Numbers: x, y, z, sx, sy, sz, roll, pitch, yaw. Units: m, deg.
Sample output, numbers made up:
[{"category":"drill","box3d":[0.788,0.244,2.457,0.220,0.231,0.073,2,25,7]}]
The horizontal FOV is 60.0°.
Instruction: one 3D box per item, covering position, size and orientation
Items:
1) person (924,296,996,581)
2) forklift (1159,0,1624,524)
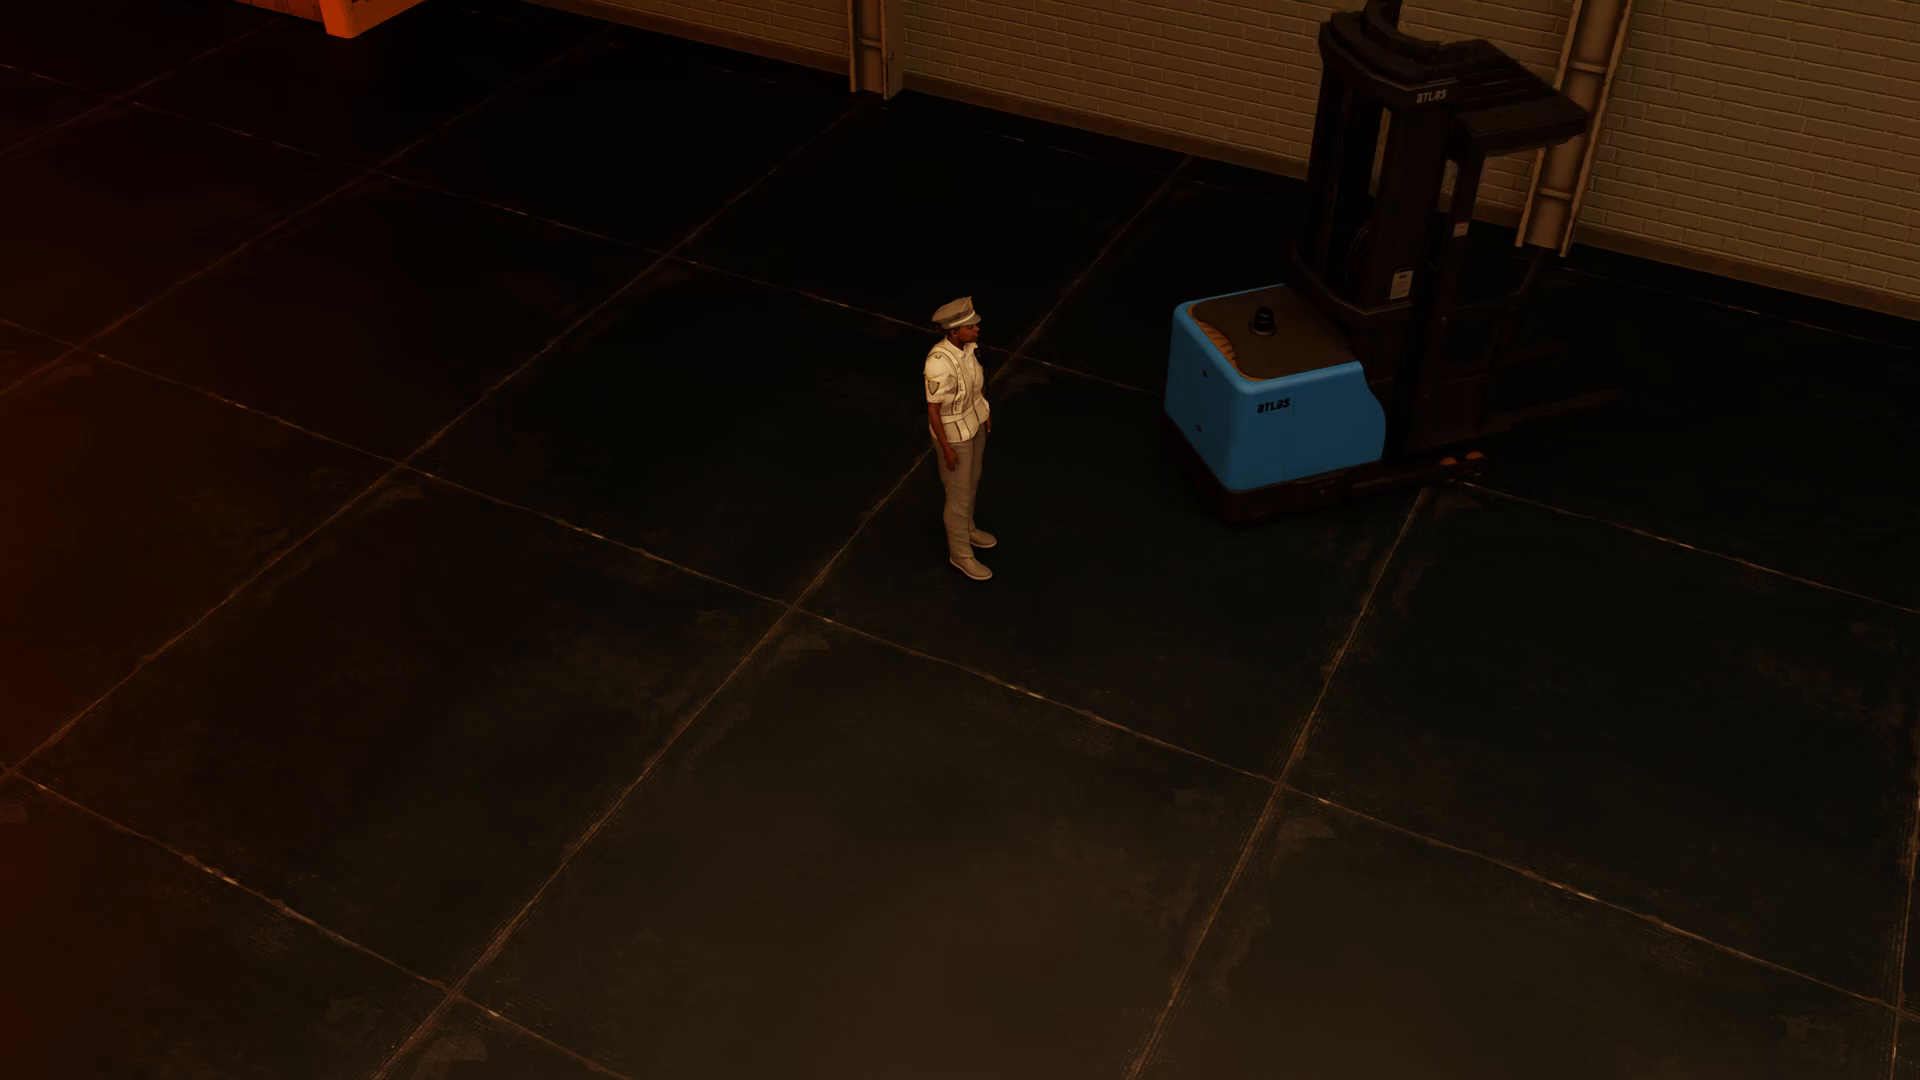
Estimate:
[{"category":"person","box3d":[0.057,-0.620,9.671,0.529,1.694,0.569,18,43,21]},{"category":"forklift","box3d":[2.885,-1.795,10.118,3.031,2.935,1.130,-13,42,-15]}]
